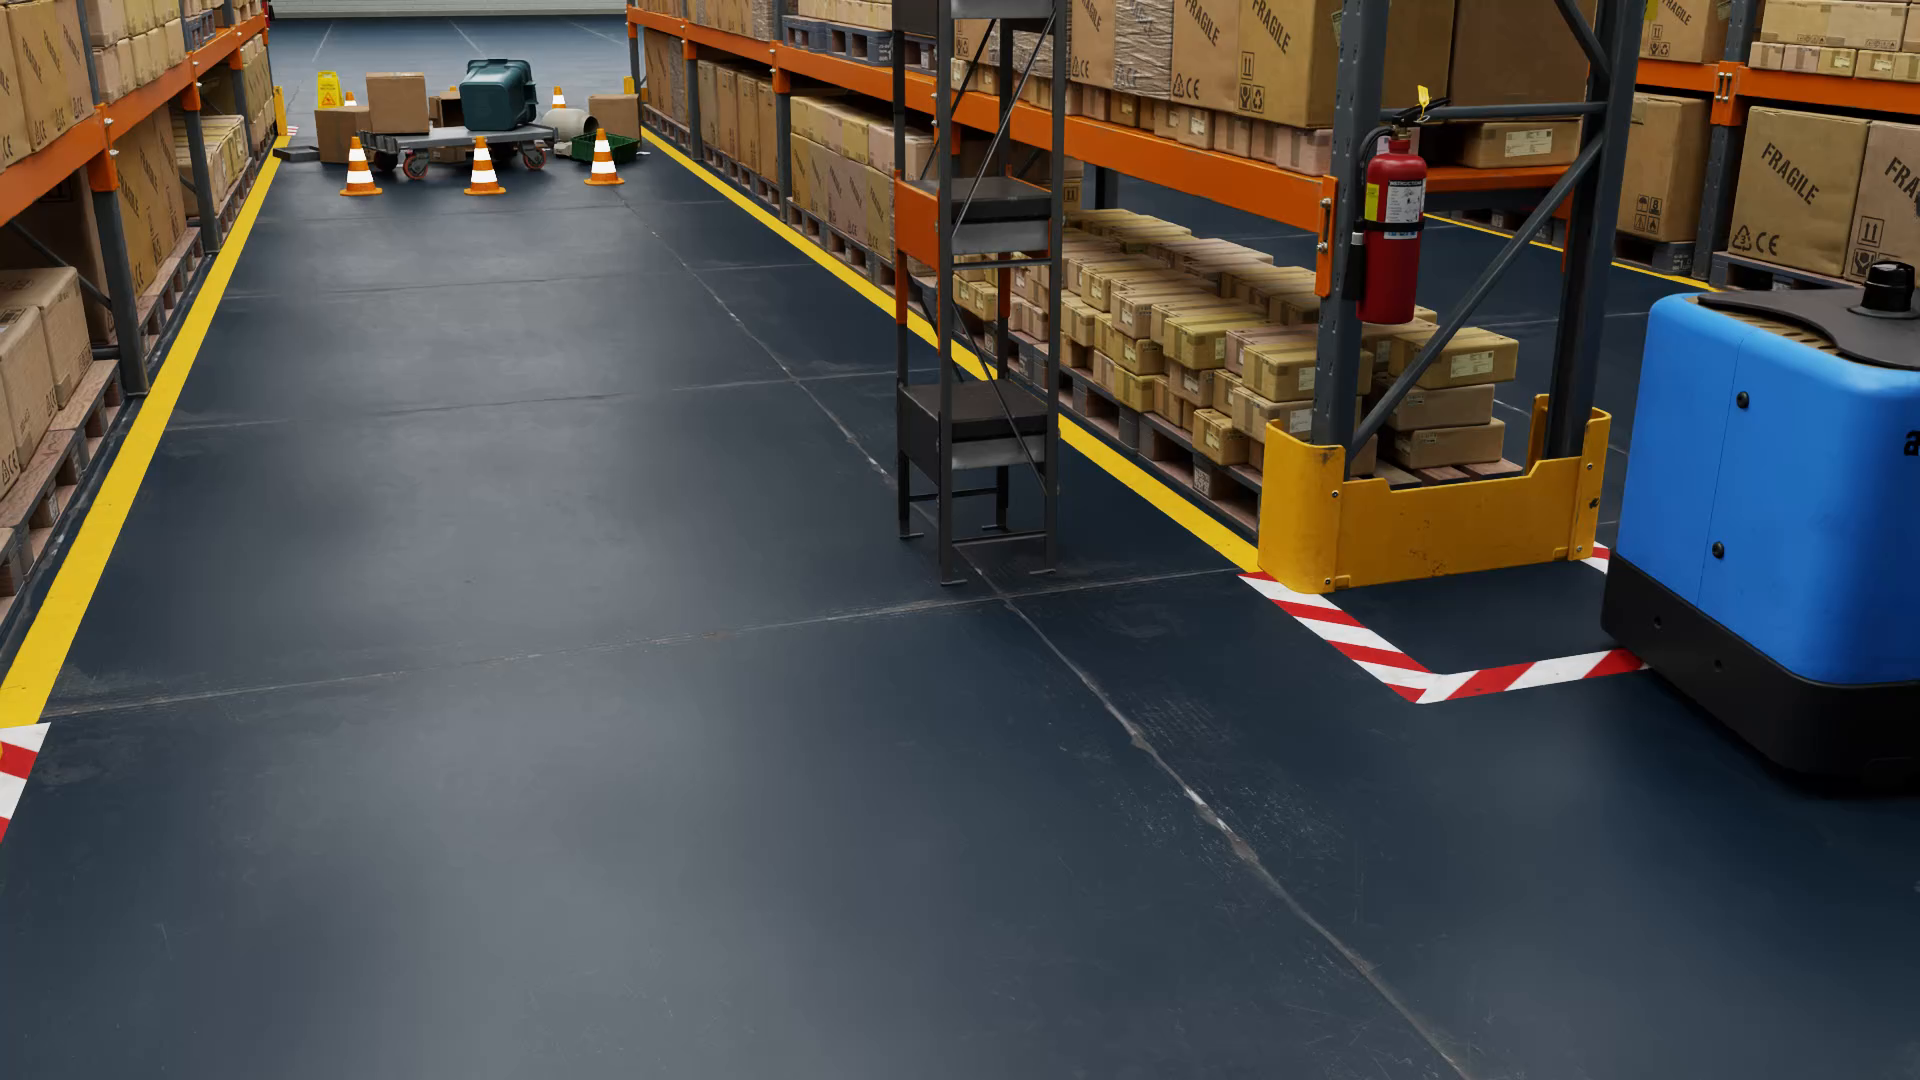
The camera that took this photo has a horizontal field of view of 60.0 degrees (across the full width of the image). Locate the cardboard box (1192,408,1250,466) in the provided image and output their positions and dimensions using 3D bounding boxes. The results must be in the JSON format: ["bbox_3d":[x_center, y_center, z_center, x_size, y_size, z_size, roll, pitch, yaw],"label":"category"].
[{"bbox_3d":[1.090,-0.395,6.176,0.380,0.149,0.250,-6,21,-16],"label":"cardboard box"}]

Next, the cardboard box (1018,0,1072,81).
[{"bbox_3d":[0.576,-2.282,7.246,0.500,0.500,0.500,-7,21,-18],"label":"cardboard box"}]

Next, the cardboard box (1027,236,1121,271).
[{"bbox_3d":[0.545,-1.356,7.971,0.380,0.149,0.250,-7,21,-19],"label":"cardboard box"}]

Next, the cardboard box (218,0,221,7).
[{"bbox_3d":[-6.204,-4.392,13.456,0.380,0.149,0.250,-7,21,-18],"label":"cardboard box"}]

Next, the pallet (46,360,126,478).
[{"bbox_3d":[-4.130,-0.482,6.945,1.003,0.211,1.213,-6,21,-17],"label":"pallet"}]

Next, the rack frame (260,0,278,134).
[{"bbox_3d":[-8.066,-5.897,17.897,1.000,3.000,0.127,-6,21,-17],"label":"rack frame"}]

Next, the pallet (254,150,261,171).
[{"bbox_3d":[-7.054,-3.513,15.384,1.003,0.211,1.213,-6,21,-17],"label":"pallet"}]

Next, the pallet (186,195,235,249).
[{"bbox_3d":[-5.796,-2.268,11.920,1.003,0.211,1.213,-6,21,-17],"label":"pallet"}]

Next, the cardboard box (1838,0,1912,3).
[{"bbox_3d":[5.169,-3.182,9.010,0.500,0.500,0.500,-6,21,-17],"label":"cardboard box"}]

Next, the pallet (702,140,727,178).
[{"bbox_3d":[-1.827,-3.620,15.682,1.003,0.211,1.213,-6,21,-17],"label":"pallet"}]

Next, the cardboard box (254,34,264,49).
[{"bbox_3d":[-7.388,-5.119,17.108,0.380,0.149,0.250,-6,21,-16],"label":"cardboard box"}]

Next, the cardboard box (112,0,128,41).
[{"bbox_3d":[-4.356,-2.546,8.051,0.500,0.250,0.500,-6,21,-16],"label":"cardboard box"}]

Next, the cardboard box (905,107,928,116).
[{"bbox_3d":[-0.107,-2.745,11.089,0.500,0.250,0.500,-6,21,-16],"label":"cardboard box"}]

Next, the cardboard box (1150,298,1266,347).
[{"bbox_3d":[0.976,-0.846,6.551,0.380,0.149,0.250,-7,21,-19],"label":"cardboard box"}]

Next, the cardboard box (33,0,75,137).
[{"bbox_3d":[-3.739,-1.807,6.362,0.500,0.500,0.500,-7,21,-19],"label":"cardboard box"}]

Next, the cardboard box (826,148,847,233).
[{"bbox_3d":[-0.577,-2.330,11.043,0.500,0.500,0.500,-7,21,-19],"label":"cardboard box"}]

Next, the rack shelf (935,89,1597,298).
[{"bbox_3d":[1.002,-1.624,7.065,1.077,0.370,4.000,-6,21,-17],"label":"rack shelf"}]

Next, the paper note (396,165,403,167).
[{"bbox_3d":[-5.356,-3.568,15.804,0.148,0.019,0.142,-6,21,-17],"label":"paper note"}]

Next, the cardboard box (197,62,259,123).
[{"bbox_3d":[-6.738,-4.088,15.198,0.500,0.500,0.500,-5,20,-15],"label":"cardboard box"}]

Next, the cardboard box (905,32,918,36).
[{"bbox_3d":[-0.099,-2.954,9.453,0.380,0.149,0.250,-6,21,-17],"label":"cardboard box"}]

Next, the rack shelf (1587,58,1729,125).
[{"bbox_3d":[4.485,-3.402,12.016,1.077,0.370,4.000,-6,21,-17],"label":"rack shelf"}]

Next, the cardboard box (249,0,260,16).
[{"bbox_3d":[-7.391,-5.448,17.019,0.380,0.149,0.250,-6,21,-16],"label":"cardboard box"}]

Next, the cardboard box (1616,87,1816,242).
[{"bbox_3d":[4.893,-2.500,10.961,1.225,0.875,0.875,-6,21,-17],"label":"cardboard box"}]

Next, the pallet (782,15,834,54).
[{"bbox_3d":[-0.559,-3.581,11.732,1.213,0.211,1.003,-6,21,-17],"label":"pallet"}]

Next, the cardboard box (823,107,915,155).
[{"bbox_3d":[-0.595,-2.692,10.942,0.500,0.250,0.500,-6,21,-17],"label":"cardboard box"}]

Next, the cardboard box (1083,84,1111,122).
[{"bbox_3d":[0.740,-1.862,7.035,0.380,0.149,0.250,-6,21,-15],"label":"cardboard box"}]

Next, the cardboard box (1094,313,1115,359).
[{"bbox_3d":[0.790,-0.872,7.062,0.380,0.149,0.250,-5,20,-14],"label":"cardboard box"}]

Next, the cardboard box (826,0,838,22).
[{"bbox_3d":[-0.680,-3.543,11.095,0.380,0.149,0.250,-5,20,-15],"label":"cardboard box"}]

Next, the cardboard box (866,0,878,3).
[{"bbox_3d":[-0.357,-3.353,10.125,0.380,0.149,0.250,-6,21,-17],"label":"cardboard box"}]

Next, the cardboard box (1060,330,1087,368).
[{"bbox_3d":[0.629,-0.897,7.574,0.380,0.149,0.250,-7,21,-19],"label":"cardboard box"}]

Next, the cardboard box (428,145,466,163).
[{"bbox_3d":[-5.027,-3.816,16.148,0.396,0.266,0.258,12,23,30],"label":"cardboard box"}]

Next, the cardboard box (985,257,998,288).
[{"bbox_3d":[0.348,-1.379,8.473,0.380,0.149,0.250,-6,21,-17],"label":"cardboard box"}]

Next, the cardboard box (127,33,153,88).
[{"bbox_3d":[-4.492,-2.477,8.597,0.500,0.250,0.500,-7,21,-18],"label":"cardboard box"}]

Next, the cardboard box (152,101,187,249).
[{"bbox_3d":[-5.413,-2.297,10.396,0.875,0.875,0.875,-7,21,-18],"label":"cardboard box"}]

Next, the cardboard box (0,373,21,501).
[{"bbox_3d":[-3.635,-0.248,5.340,0.875,0.438,0.875,-6,21,-16],"label":"cardboard box"}]

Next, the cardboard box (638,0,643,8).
[{"bbox_3d":[-3.239,-6.412,19.108,0.875,0.550,0.550,-6,21,-17],"label":"cardboard box"}]

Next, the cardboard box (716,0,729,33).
[{"bbox_3d":[-1.758,-4.536,13.960,0.500,0.500,0.500,-6,21,-16],"label":"cardboard box"}]

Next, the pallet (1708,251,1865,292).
[{"bbox_3d":[5.278,-1.534,9.876,1.003,0.211,1.213,-6,21,-17],"label":"pallet"}]

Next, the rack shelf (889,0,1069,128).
[{"bbox_3d":[0.052,-1.581,5.182,0.431,0.518,0.480,-6,21,-17],"label":"rack shelf"}]

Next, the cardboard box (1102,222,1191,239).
[{"bbox_3d":[0.935,-1.497,8.363,0.380,0.149,0.250,-7,21,-18],"label":"cardboard box"}]

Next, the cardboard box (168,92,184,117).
[{"bbox_3d":[-7.250,-4.031,15.040,0.500,0.500,0.500,-7,21,-18],"label":"cardboard box"}]

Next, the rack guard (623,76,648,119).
[{"bbox_3d":[-3.406,-5.287,19.896,1.175,0.500,0.348,-6,21,-17],"label":"rack guard"}]

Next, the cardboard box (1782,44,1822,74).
[{"bbox_3d":[4.973,-2.766,9.553,0.380,0.149,0.250,-7,21,-19],"label":"cardboard box"}]

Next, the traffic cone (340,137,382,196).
[{"bbox_3d":[-5.090,-3.170,14.059,0.336,0.463,0.334,-6,21,-17],"label":"traffic cone"}]

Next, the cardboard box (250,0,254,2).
[{"bbox_3d":[-7.327,-5.617,16.530,0.500,0.500,0.500,-6,21,-17],"label":"cardboard box"}]

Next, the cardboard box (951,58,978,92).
[{"bbox_3d":[0.151,-2.361,8.423,0.380,0.149,0.250,-6,21,-15],"label":"cardboard box"}]

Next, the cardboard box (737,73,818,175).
[{"bbox_3d":[-1.268,-3.512,13.964,1.050,0.750,0.750,-6,21,-16],"label":"cardboard box"}]

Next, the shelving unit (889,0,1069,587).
[{"bbox_3d":[0.052,-0.935,5.414,0.431,2.100,0.503,-6,21,-17],"label":"shelving unit"}]

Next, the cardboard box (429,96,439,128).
[{"bbox_3d":[-5.111,-4.428,17.499,0.637,0.503,0.797,12,23,30],"label":"cardboard box"}]

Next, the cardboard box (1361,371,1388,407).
[{"bbox_3d":[1.677,-0.606,6.323,0.380,0.149,0.250,-6,21,-17],"label":"cardboard box"}]

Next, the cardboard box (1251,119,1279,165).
[{"bbox_3d":[1.217,-1.361,5.640,0.380,0.149,0.250,-6,21,-17],"label":"cardboard box"}]

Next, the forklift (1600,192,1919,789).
[{"bbox_3d":[3.475,-0.971,4.283,3.031,2.935,1.130,-3,20,-7],"label":"forklift"}]

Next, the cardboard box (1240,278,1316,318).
[{"bbox_3d":[1.395,-0.992,6.957,0.380,0.149,0.250,-6,20,-15],"label":"cardboard box"}]

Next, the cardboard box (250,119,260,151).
[{"bbox_3d":[-6.738,-3.735,15.324,0.500,0.250,0.500,-7,21,-20],"label":"cardboard box"}]
